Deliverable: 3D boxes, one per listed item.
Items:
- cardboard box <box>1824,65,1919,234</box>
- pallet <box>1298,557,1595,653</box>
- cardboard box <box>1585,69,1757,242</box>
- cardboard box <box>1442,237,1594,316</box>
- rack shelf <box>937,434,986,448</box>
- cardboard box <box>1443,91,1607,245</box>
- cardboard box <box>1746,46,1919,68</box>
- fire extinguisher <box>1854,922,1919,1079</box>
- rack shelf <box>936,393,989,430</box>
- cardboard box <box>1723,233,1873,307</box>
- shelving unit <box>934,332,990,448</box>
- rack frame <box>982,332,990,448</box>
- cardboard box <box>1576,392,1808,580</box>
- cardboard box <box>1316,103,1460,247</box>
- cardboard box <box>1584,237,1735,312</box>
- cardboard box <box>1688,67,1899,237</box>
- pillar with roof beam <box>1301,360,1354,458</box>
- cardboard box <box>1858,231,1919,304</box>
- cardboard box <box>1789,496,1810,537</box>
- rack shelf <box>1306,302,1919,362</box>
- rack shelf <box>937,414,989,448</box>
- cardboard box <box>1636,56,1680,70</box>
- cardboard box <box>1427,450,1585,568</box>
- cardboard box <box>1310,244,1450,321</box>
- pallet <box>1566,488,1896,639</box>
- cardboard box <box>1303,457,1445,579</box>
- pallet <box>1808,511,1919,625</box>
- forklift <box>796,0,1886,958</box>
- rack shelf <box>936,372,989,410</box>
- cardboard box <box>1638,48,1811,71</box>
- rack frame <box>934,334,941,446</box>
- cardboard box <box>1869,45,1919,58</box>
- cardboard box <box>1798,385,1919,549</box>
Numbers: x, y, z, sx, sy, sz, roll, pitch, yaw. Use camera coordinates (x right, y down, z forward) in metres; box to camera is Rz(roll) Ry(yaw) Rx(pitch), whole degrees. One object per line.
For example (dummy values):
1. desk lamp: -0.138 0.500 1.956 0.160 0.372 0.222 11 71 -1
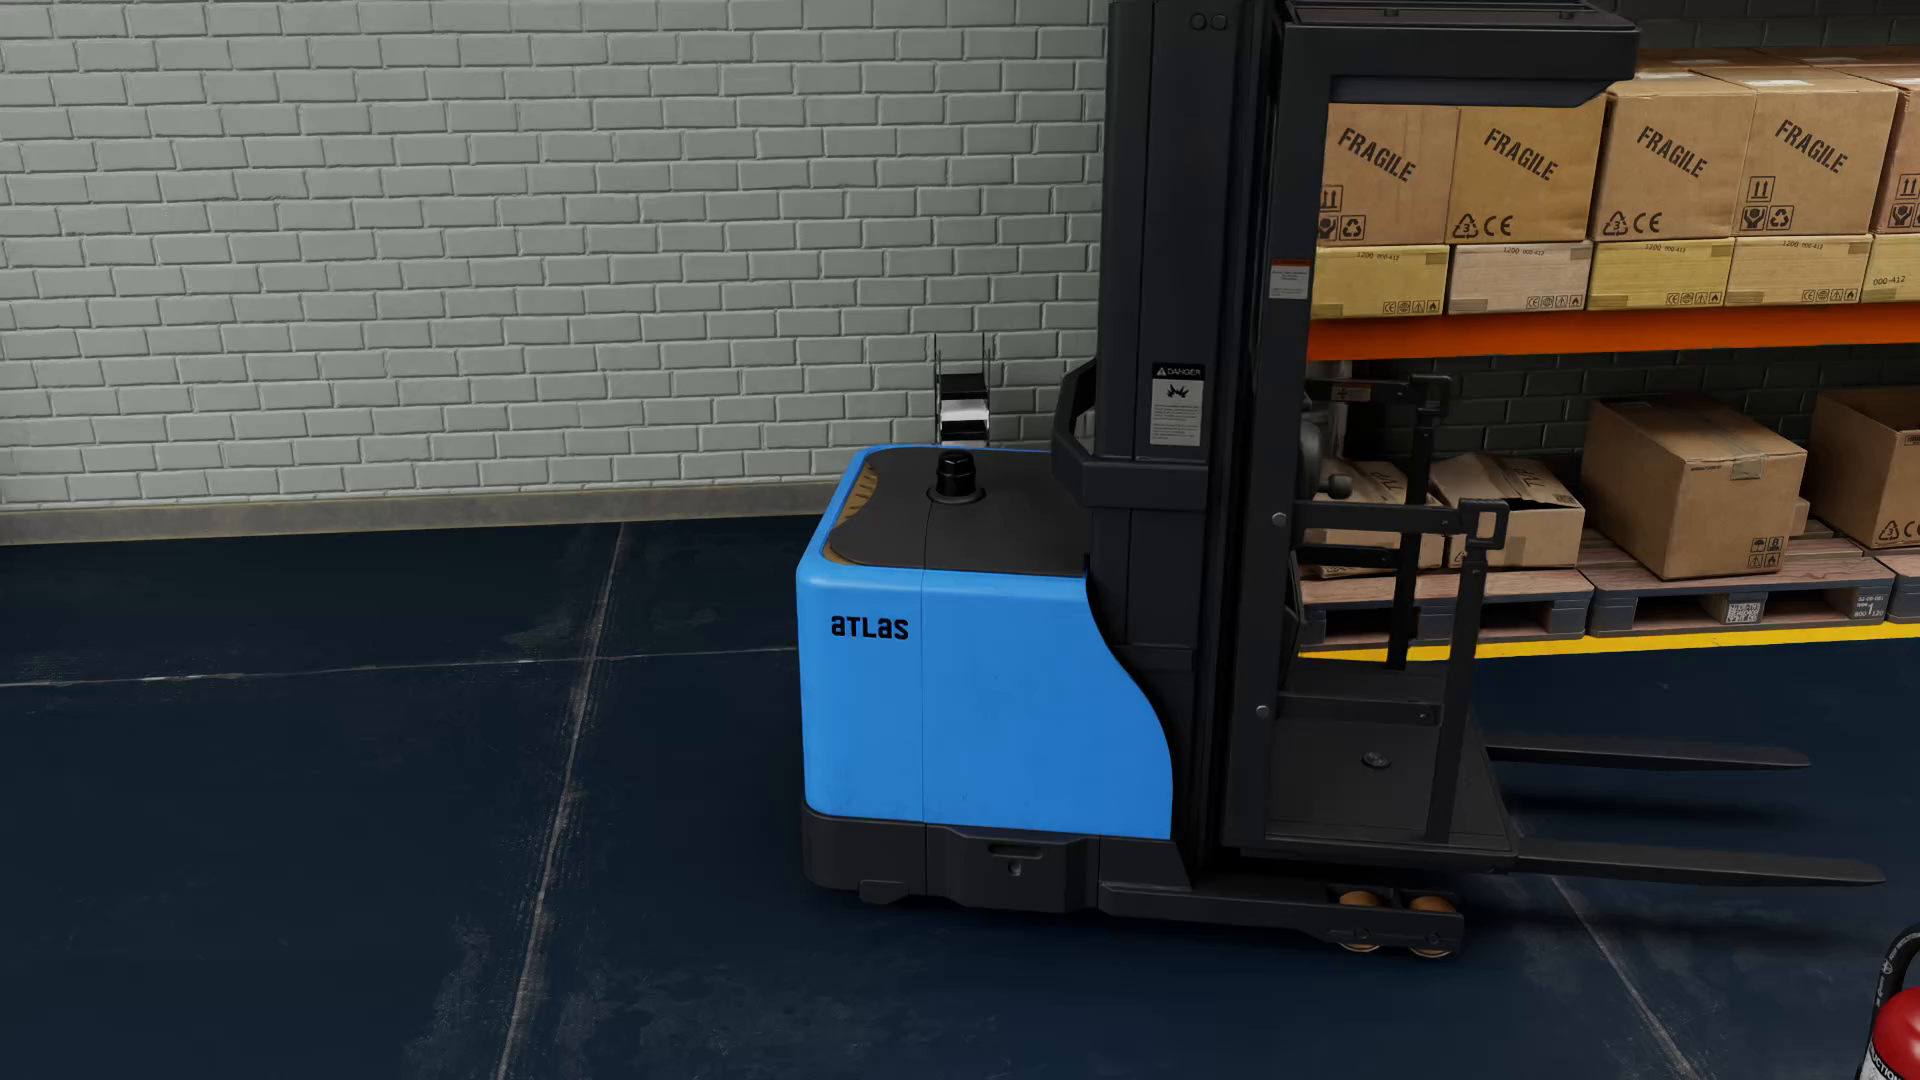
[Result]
1. cardboard box: 3.421 -1.408 5.962 0.500 0.500 0.500 -3 24 -7
2. pallet: 1.766 0.106 6.751 1.213 0.211 1.003 -2 24 -5
3. cardboard box: 2.391 -1.362 5.857 0.500 0.500 0.500 -3 24 -7
4. cardboard box: 1.911 -1.005 5.979 0.500 0.250 0.500 -3 24 -7
5. rack shelf: 0.008 -0.381 7.081 0.200 0.077 0.258 -2 24 -5
6. cardboard box: 1.876 -1.344 5.816 0.500 0.500 0.500 -2 24 -5
7. cardboard box: 3.359 -1.619 6.436 0.500 0.500 0.500 -2 24 -4
8. fire extinguisher: 1.206 0.707 2.060 0.183 0.674 0.296 -2 24 -5
9. rack shelf: 0.008 -0.546 7.008 0.200 0.077 0.258 -2 24 -5
10. cardboard box: 2.921 -1.042 6.062 0.500 0.250 0.500 -2 24 -5
11. shelving unit: 0.008 -0.412 7.068 0.210 0.900 0.258 -2 24 -5
12. rack frame: 0.109 -0.416 7.077 0.006 0.900 0.240 -2 24 -5
13. cardboard box: 2.878 -0.229 6.608 0.500 0.500 0.700 -4 24 -8
14. cardboard box: 1.383 -1.328 5.781 0.500 0.500 0.500 -2 24 -5
15. cardboard box: 2.418 -1.023 6.019 0.500 0.250 0.500 -3 24 -6
16. cardboard box: 2.903 -1.387 5.914 0.500 0.500 0.500 -2 24 -3
17. pillar with roof beam: 1.913 -2.526 1.854 0.400 9.000 9.100 -2 24 -5
18. cardboard box: 3.422 -1.063 6.108 0.500 0.250 0.500 -2 24 -5
19. cardboard box: 3.265 -0.149 6.861 0.250 0.149 0.380 -4 24 -9
20. rack shelf: 2.869 -0.898 6.463 4.000 0.370 1.077 -2 24 -5
21. rack shelf: 0.008 -0.463 7.045 0.200 0.077 0.258 -2 24 -5
22. cardboard box: 2.343 -1.573 6.334 0.500 0.500 0.500 -3 24 -7
23. cardboard box: 2.143 -0.133 6.626 0.500 0.311 0.500 0 24 -1
24. cardboard box: 1.395 -0.979 5.919 0.500 0.250 0.500 -3 24 -7
25. pallet: 2.977 0.059 6.858 1.213 0.211 1.003 -2 24 -5
26. cardboard box: 1.576 -0.111 6.574 0.500 0.311 0.500 -5 24 -11
27. pallet: 4.194 0.009 6.971 1.213 0.211 1.003 -2 24 -5
28. forklift: 1.096 -0.406 4.555 3.031 2.935 1.130 3 24 7
29. rack shelf: 0.008 -0.628 6.972 0.200 0.077 0.258 -2 24 -5
30. cardboard box: 2.844 -1.594 6.379 0.500 0.500 0.500 -2 24 -4
31. rack frame: -0.093 -0.407 7.059 0.006 0.900 0.240 -2 24 -5
32. cardboard box: 3.856 -1.636 6.475 0.500 0.500 0.500 -2 24 -5
33. cardboard box: 3.830 -0.308 6.785 0.500 0.500 0.500 -4 24 -9
